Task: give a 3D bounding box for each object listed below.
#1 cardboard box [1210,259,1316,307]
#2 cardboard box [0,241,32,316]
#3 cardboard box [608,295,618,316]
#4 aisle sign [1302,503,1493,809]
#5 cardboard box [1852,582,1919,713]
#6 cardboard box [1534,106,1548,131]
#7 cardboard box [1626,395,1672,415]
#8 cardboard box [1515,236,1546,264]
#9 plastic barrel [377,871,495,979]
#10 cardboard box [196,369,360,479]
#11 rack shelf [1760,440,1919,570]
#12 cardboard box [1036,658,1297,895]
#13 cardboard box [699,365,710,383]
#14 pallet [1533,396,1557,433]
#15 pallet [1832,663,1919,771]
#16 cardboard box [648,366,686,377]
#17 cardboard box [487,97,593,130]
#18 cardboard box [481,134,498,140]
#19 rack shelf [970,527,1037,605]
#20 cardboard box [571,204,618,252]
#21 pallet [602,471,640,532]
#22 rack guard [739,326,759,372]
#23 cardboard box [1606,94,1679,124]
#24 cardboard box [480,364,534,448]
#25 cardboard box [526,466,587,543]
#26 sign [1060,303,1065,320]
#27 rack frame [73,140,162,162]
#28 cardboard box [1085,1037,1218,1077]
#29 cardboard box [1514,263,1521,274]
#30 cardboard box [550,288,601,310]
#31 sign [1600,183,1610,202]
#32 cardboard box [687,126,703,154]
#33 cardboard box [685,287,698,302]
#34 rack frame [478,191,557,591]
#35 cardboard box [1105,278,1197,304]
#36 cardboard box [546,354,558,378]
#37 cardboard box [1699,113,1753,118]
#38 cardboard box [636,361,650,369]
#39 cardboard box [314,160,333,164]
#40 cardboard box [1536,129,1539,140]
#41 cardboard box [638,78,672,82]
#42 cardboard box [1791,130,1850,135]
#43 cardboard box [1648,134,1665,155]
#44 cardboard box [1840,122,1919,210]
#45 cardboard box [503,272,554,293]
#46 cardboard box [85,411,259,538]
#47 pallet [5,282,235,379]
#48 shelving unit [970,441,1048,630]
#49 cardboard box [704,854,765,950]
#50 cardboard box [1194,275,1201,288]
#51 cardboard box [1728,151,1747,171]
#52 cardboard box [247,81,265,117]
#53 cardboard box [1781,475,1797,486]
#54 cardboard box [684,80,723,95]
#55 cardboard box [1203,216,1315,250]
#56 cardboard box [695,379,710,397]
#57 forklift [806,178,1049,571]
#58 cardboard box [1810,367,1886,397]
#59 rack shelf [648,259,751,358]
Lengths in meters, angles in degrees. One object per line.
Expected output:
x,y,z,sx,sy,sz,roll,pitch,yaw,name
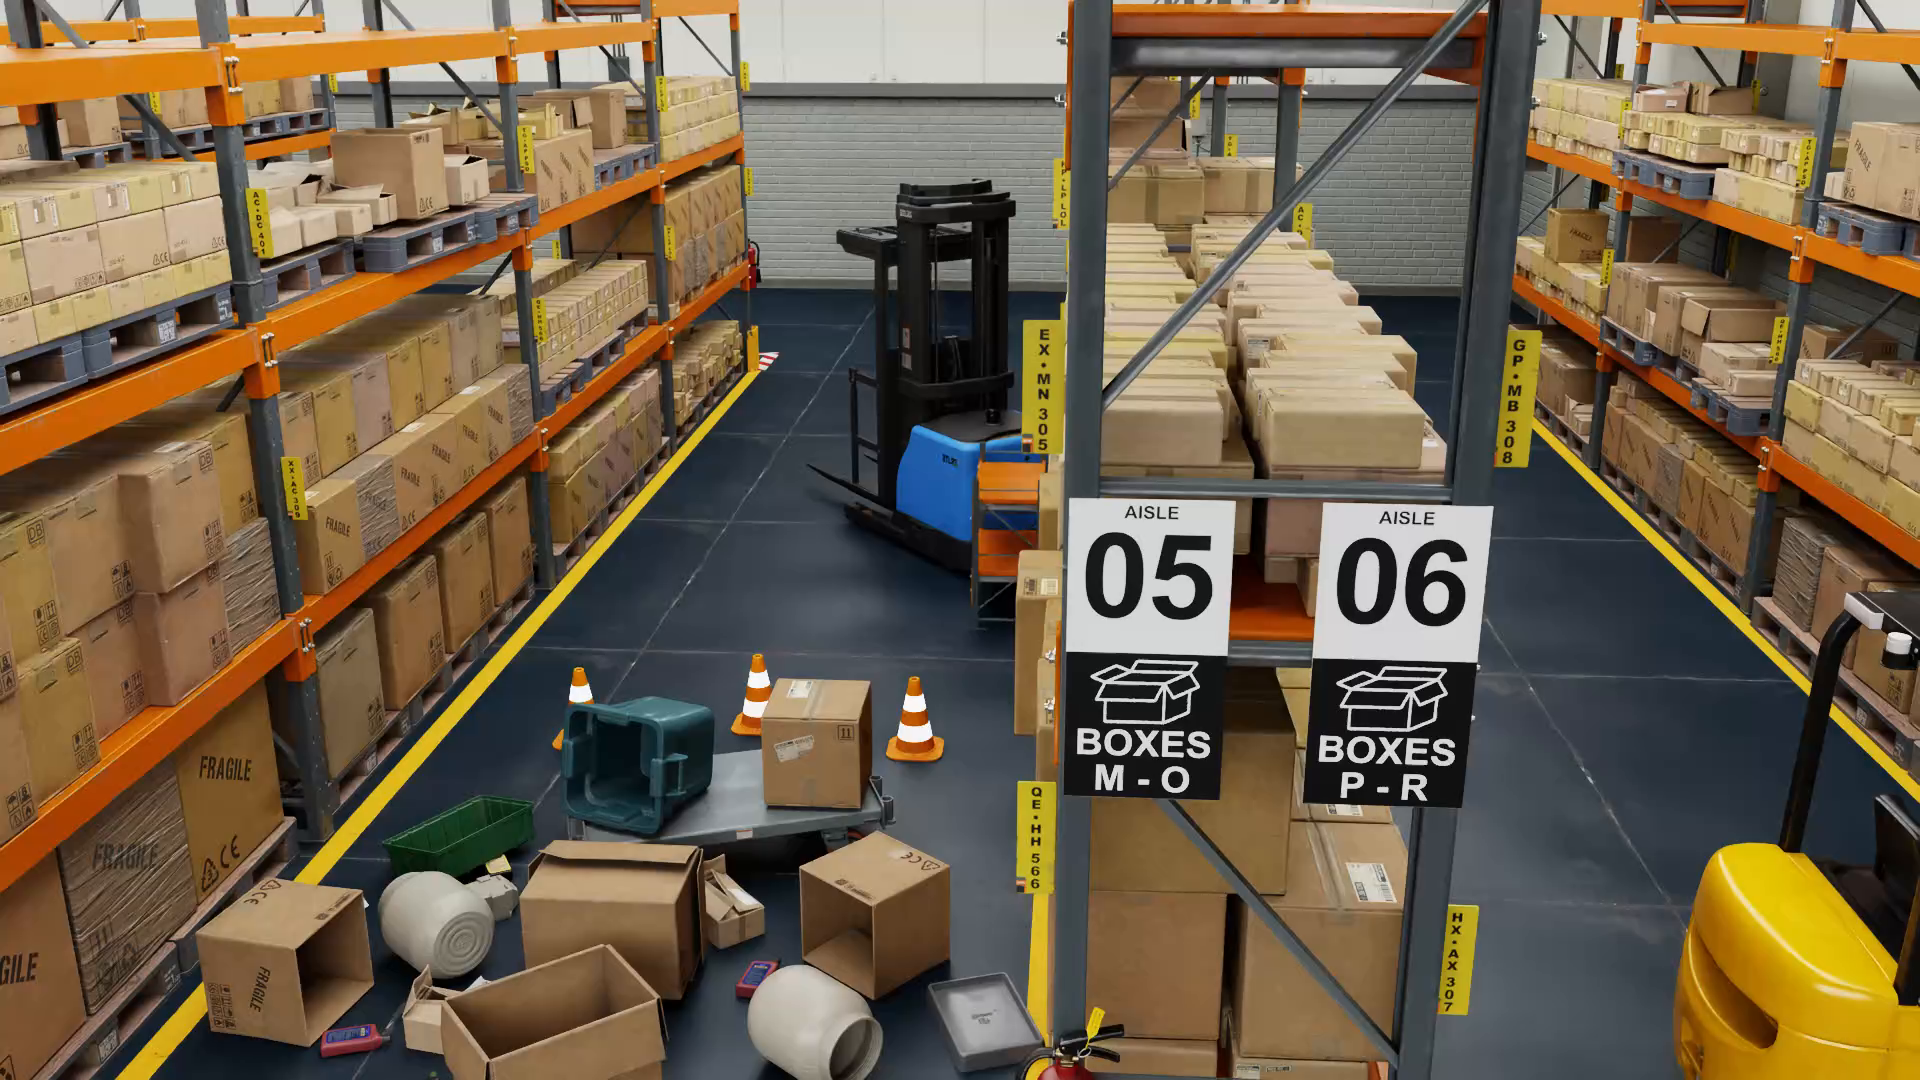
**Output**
1.174,-1.000,6.462,0.380,0.149,0.250,1,18,3,cardboard box
-3.795,-0.936,6.072,0.500,0.250,0.500,1,18,4,cardboard box
-3.238,-2.075,14.689,0.380,0.149,0.250,0,18,1,cardboard box
1.056,0.291,4.042,0.394,0.787,0.004,1,18,4,aisle sign
6.131,0.660,10.231,0.875,0.625,0.625,1,18,2,cardboard box
6.529,-4.565,17.983,0.500,0.250,0.500,2,18,5,cardboard box
6.329,-1.244,15.200,0.380,0.149,0.250,1,18,2,cardboard box
6.548,-3.294,18.923,0.500,0.250,0.500,1,18,4,cardboard box
-2.458,1.790,7.781,0.512,0.421,0.421,17,25,41,plastic barrel
-3.842,-0.658,9.347,0.700,0.500,0.500,1,18,3,cardboard box
6.133,0.088,9.991,1.077,0.370,4.000,1,18,4,rack shelf
0.570,0.673,4.808,0.700,0.500,0.500,1,18,3,cardboard box
-2.931,-1.800,18.025,0.380,0.149,0.250,1,18,3,cardboard box
6.698,-1.385,17.811,1.003,0.211,1.213,1,18,4,pallet
6.088,1.083,10.278,1.003,0.211,1.213,1,18,4,pallet
-3.054,-1.699,17.241,0.380,0.149,0.250,1,18,3,cardboard box
-3.574,-3.503,14.139,0.797,0.503,0.637,1,18,3,cardboard box
-3.809,-2.875,12.902,0.500,0.500,0.500,1,18,4,cardboard box
0.367,0.187,12.329,0.538,0.278,1.000,1,18,3,rack shelf
-3.569,-3.122,16.389,0.500,0.500,0.500,1,18,2,cardboard box
-3.472,-0.359,14.679,1.003,0.211,1.213,1,18,4,pallet
-3.051,-2.337,20.251,1.175,0.500,0.348,1,18,4,rack guard
6.359,-4.012,15.493,0.500,0.250,0.500,1,18,4,cardboard box
-3.384,-0.965,11.890,0.500,0.500,0.500,1,18,4,cardboard box
-3.314,-0.289,13.328,0.500,0.500,0.500,1,18,2,cardboard box
0.771,-1.546,11.964,0.100,0.325,0.005,1,18,4,sign
-8.273,-2.448,16.576,1.000,3.000,0.127,1,18,4,rack frame
0.565,1.499,4.935,0.380,0.149,0.250,2,18,6,cardboard box
6.552,-3.144,19.104,0.380,0.149,0.250,1,18,3,cardboard box
-3.279,-2.051,14.139,0.380,0.149,0.250,1,18,3,cardboard box
7.402,-4.041,19.072,0.100,0.325,0.005,1,18,4,sign
-2.953,-4.115,17.087,0.500,0.250,0.500,2,18,6,cardboard box
-2.966,-2.594,17.426,0.380,0.149,0.250,2,18,5,cardboard box
-3.620,-1.063,12.351,1.000,3.000,0.127,1,18,4,rack frame
0.661,-0.852,6.011,0.380,0.149,0.250,2,18,5,cardboard box
-3.367,-1.361,12.989,0.380,0.149,0.250,2,18,7,cardboard box
6.662,-3.635,14.474,0.380,0.149,0.250,1,18,4,cardboard box
-3.481,-1.786,17.505,0.380,0.149,0.250,2,18,6,cardboard box
-3.927,-2.289,10.681,0.500,0.250,0.500,2,18,5,cardboard box
6.602,-4.490,18.393,0.380,0.149,0.250,2,18,5,cardboard box
-3.425,-5.072,18.566,0.380,0.149,0.250,1,18,4,cardboard box
6.609,-3.063,12.758,0.380,0.149,0.250,1,18,4,cardboard box
6.068,-3.349,14.078,0.380,0.149,0.250,2,18,5,cardboard box
5.981,-2.375,10.541,0.500,0.500,0.500,1,18,4,cardboard box
-3.875,-2.313,14.938,0.380,0.149,0.250,1,18,3,cardboard box
-3.967,-0.292,8.021,0.875,0.550,0.550,1,18,4,cardboard box
-3.975,-0.950,7.332,1.003,0.211,1.213,1,18,4,pallet
0.368,-0.046,12.253,0.538,1.125,1.048,1,18,3,shelving unit
-1.161,1.762,8.118,0.258,0.266,0.396,-13,22,-34,cardboard box
1.240,-0.937,6.913,0.500,0.250,0.500,1,18,3,cardboard box
6.180,-2.933,12.840,0.380,0.149,0.250,2,18,6,cardboard box
-8.119,-4.914,18.289,0.700,0.500,0.500,0,18,0,cardboard box
6.608,-0.511,12.962,0.380,0.149,0.250,2,18,5,cardboard box
-2.821,-4.981,18.287,0.380,0.149,0.250,2,18,5,cardboard box
1.480,-1.468,8.336,0.500,0.250,0.500,1,18,2,cardboard box
-2.934,-1.660,18.077,0.380,0.149,0.250,1,18,2,cardboard box
-0.336,-1.557,13.968,1.130,2.935,3.031,-11,21,-31,forklift
5.942,-1.055,11.123,0.380,0.149,0.250,2,18,5,cardboard box
-3.189,-2.585,18.150,1.077,0.370,4.000,1,18,4,rack shelf
